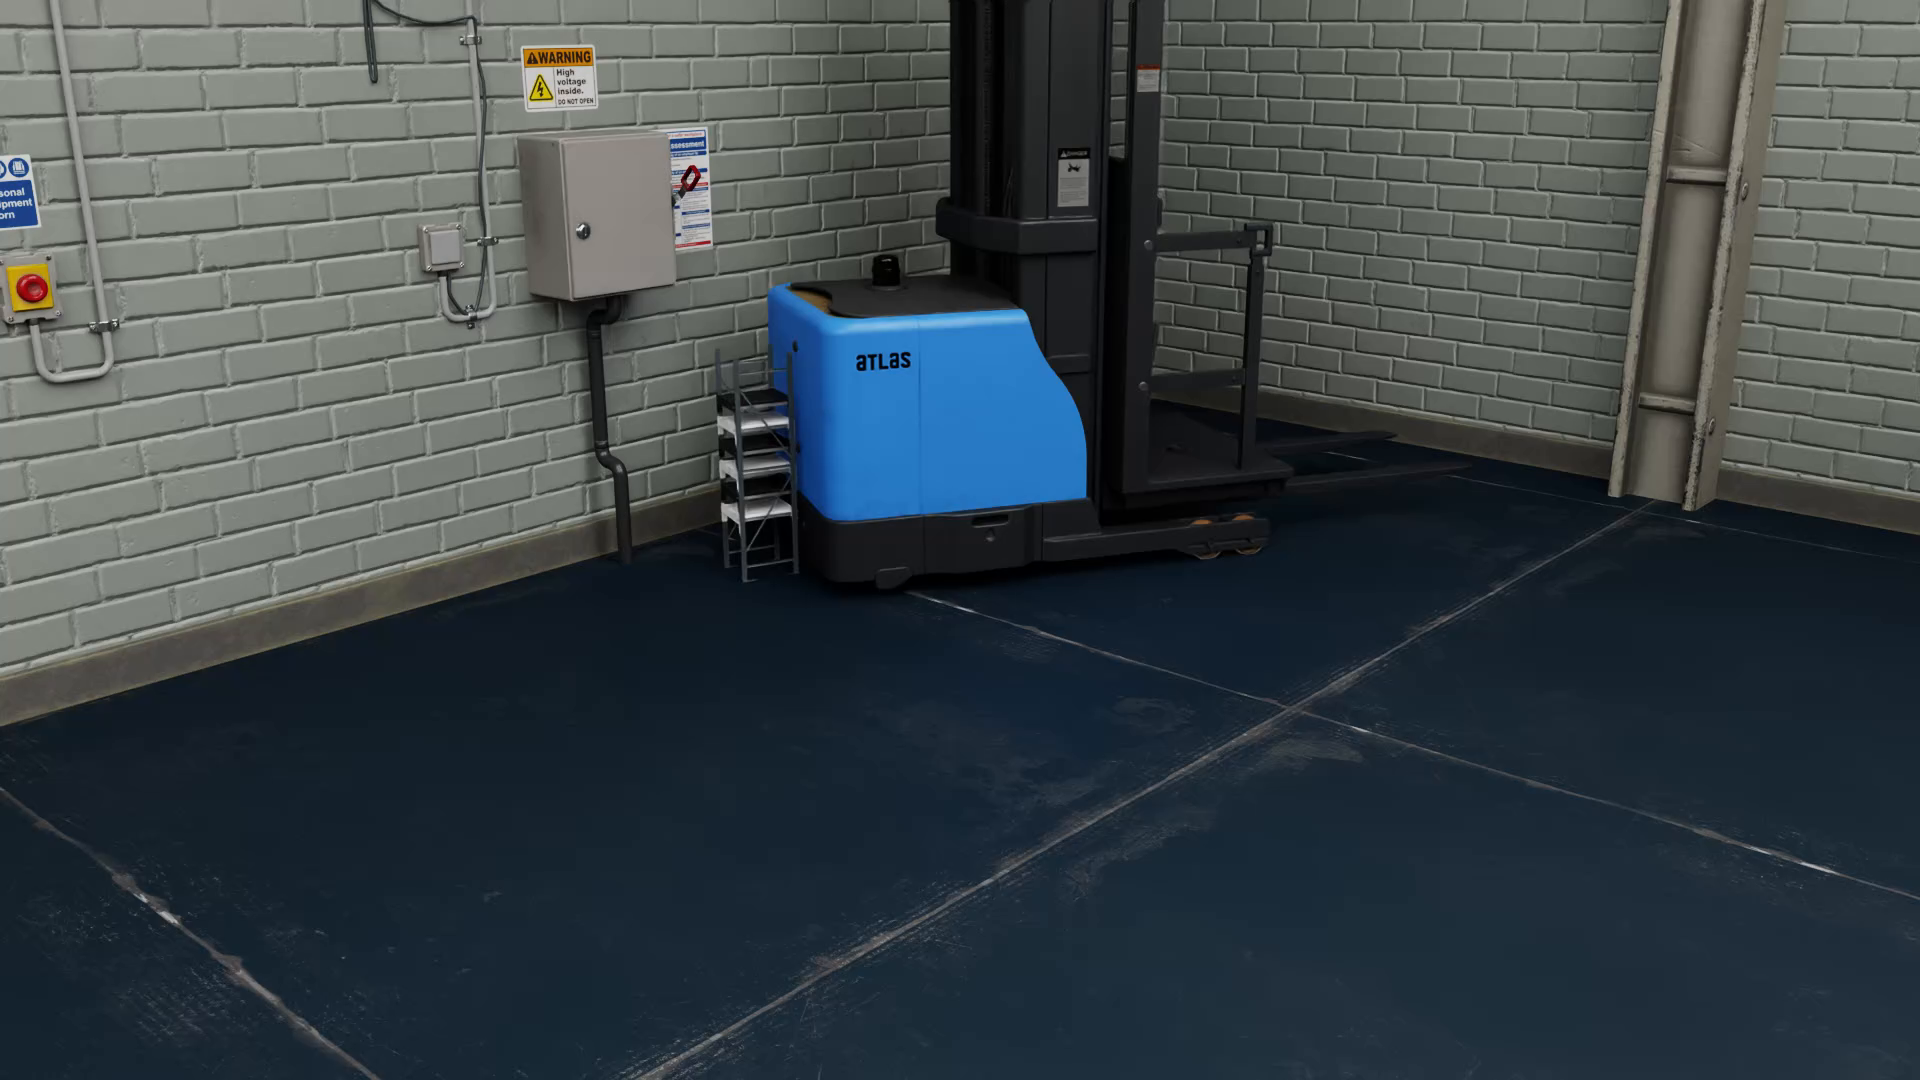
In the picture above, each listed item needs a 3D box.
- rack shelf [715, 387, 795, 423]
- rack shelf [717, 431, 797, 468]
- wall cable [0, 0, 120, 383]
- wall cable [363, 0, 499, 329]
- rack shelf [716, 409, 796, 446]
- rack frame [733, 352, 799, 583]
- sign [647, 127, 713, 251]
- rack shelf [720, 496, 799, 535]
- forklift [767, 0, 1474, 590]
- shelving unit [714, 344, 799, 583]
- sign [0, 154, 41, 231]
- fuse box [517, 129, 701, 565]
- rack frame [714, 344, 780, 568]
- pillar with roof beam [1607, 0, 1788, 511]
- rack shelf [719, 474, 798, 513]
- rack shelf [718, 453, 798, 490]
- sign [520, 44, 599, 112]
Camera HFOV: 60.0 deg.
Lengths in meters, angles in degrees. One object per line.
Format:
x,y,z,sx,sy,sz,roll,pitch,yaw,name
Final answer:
-0.802,-0.530,6.513,0.258,0.077,0.200,-9,20,-26,rack shelf
-0.802,-0.359,6.567,0.258,0.077,0.200,-9,20,-26,rack shelf
-2.834,-1.391,4.804,0.123,1.953,0.585,15,23,39,wall cable
-1.901,-1.699,5.827,0.122,1.984,0.588,15,23,39,wall cable
-0.802,-0.445,6.540,0.258,0.077,0.200,-9,20,-26,rack shelf
-0.755,-0.278,6.499,0.240,0.900,0.006,-9,20,-26,rack frame
-1.158,-1.445,6.865,0.001,0.494,0.329,15,23,39,sign
-0.802,-0.101,6.649,0.258,0.077,0.200,-9,20,-26,rack shelf
0.759,-1.458,6.860,3.031,2.935,1.130,-6,19,-18,forklift
-0.802,-0.305,6.585,0.258,0.900,0.210,-9,20,-26,shelving unit
-2.912,-1.022,4.925,0.001,0.218,0.327,15,23,39,sign
-1.331,-0.723,6.562,0.414,1.711,0.539,15,23,39,fuse box
-0.850,-0.332,6.670,0.240,0.900,0.006,-9,20,-26,rack frame
0.415,-3.519,3.324,0.400,9.000,9.100,15,23,39,pillar with roof beam
-0.802,-0.187,6.622,0.258,0.077,0.200,-9,20,-26,rack shelf
-0.802,-0.273,6.595,0.258,0.077,0.200,-9,20,-26,rack shelf
-1.522,-1.760,6.334,0.001,0.242,0.339,15,23,39,sign
